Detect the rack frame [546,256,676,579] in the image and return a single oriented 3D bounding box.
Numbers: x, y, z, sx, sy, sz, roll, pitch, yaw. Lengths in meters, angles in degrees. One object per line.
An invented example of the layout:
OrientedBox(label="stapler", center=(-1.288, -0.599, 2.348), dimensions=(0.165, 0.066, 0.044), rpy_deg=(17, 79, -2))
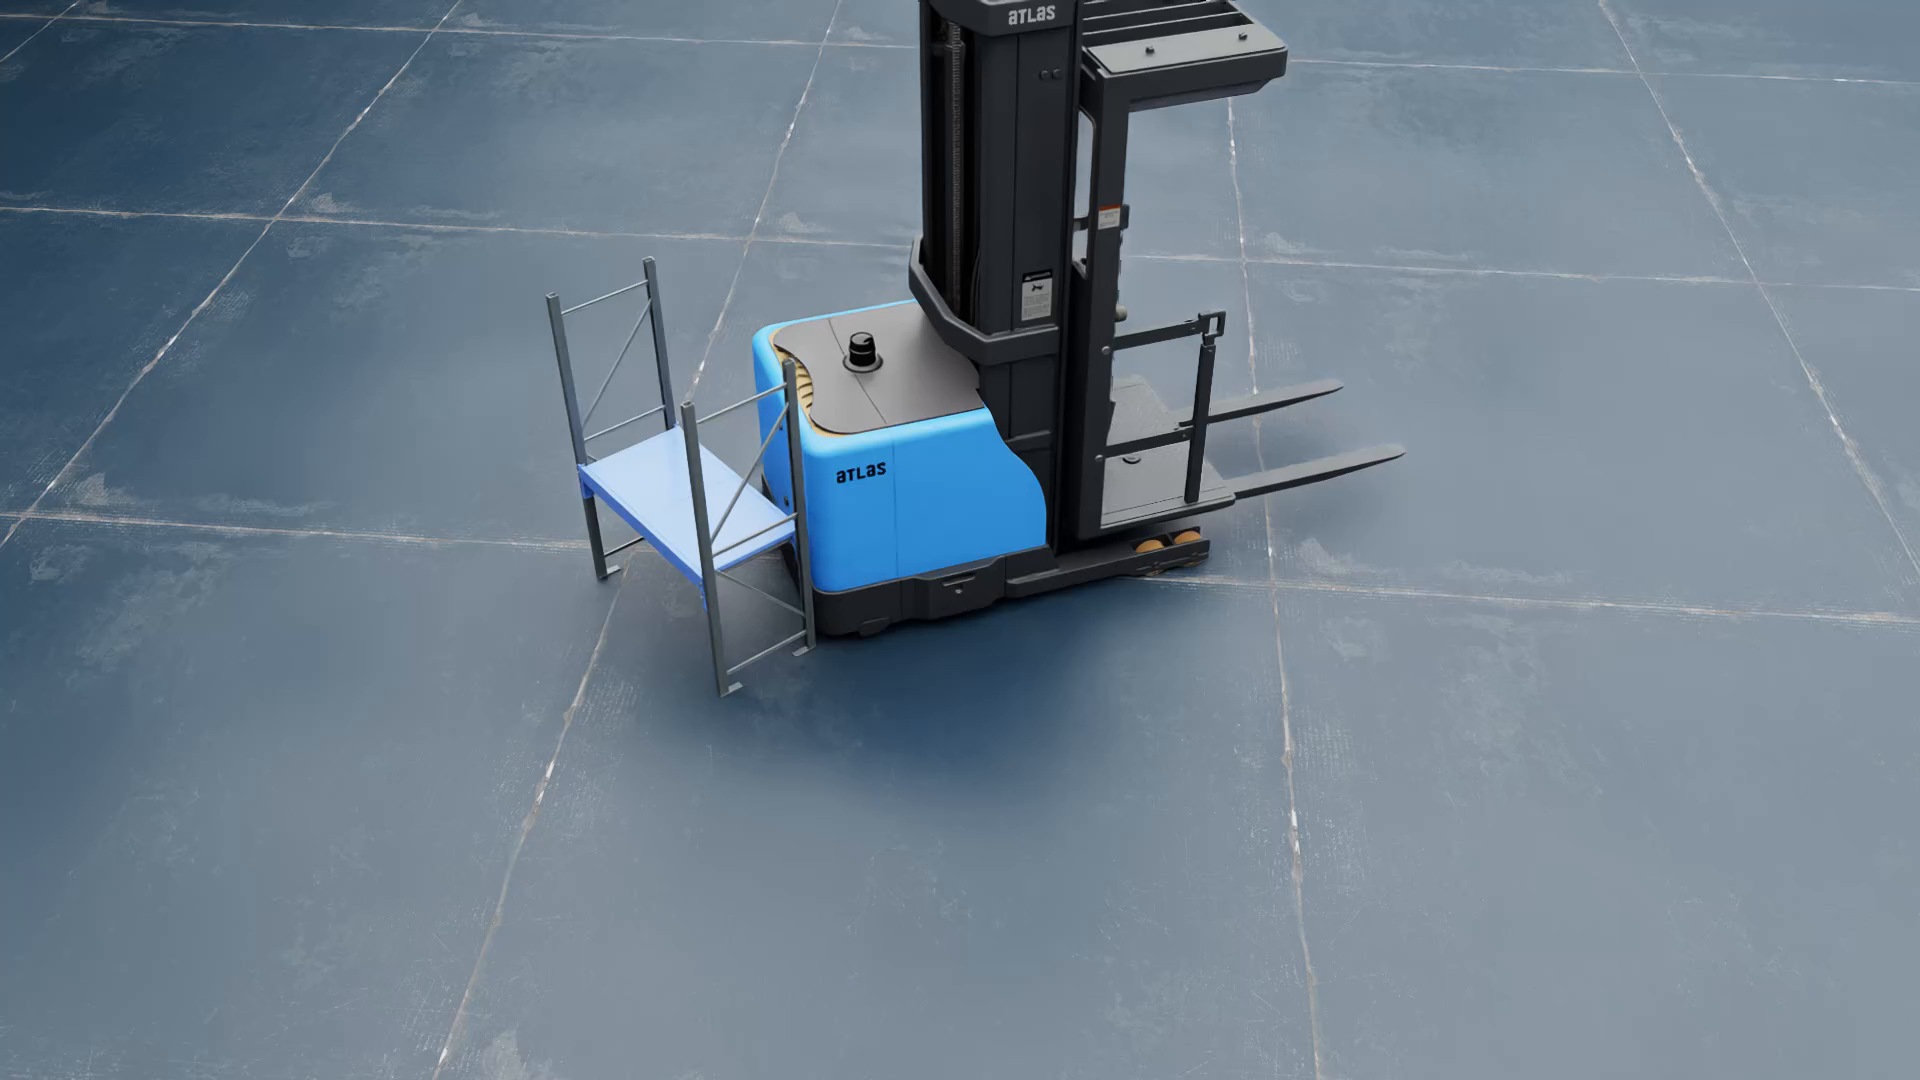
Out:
OrientedBox(label="rack frame", center=(-1.486, -0.509, 7.357), dimensions=(0.500, 1.500, 0.032), rpy_deg=(-28, 47, -30))

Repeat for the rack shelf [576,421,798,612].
OrientedBox(label="rack shelf", center=(-1.161, -0.122, 7.168), dimensions=(0.538, 0.185, 1.000), rpy_deg=(-28, 47, -30))

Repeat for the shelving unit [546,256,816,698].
OrientedBox(label="shelving unit", center=(-1.161, -0.262, 7.054), dimensions=(0.538, 1.500, 1.048), rpy_deg=(-28, 47, -30))

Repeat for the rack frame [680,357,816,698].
OrientedBox(label="rack frame", center=(-0.836, -0.015, 6.751), dimensions=(0.500, 1.500, 0.032), rpy_deg=(-28, 47, -30))

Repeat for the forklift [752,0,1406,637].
OrientedBox(label="forklift", center=(0.638, -1.273, 7.163), dimensions=(3.031, 2.935, 1.130), rpy_deg=(-13, 41, -15))
